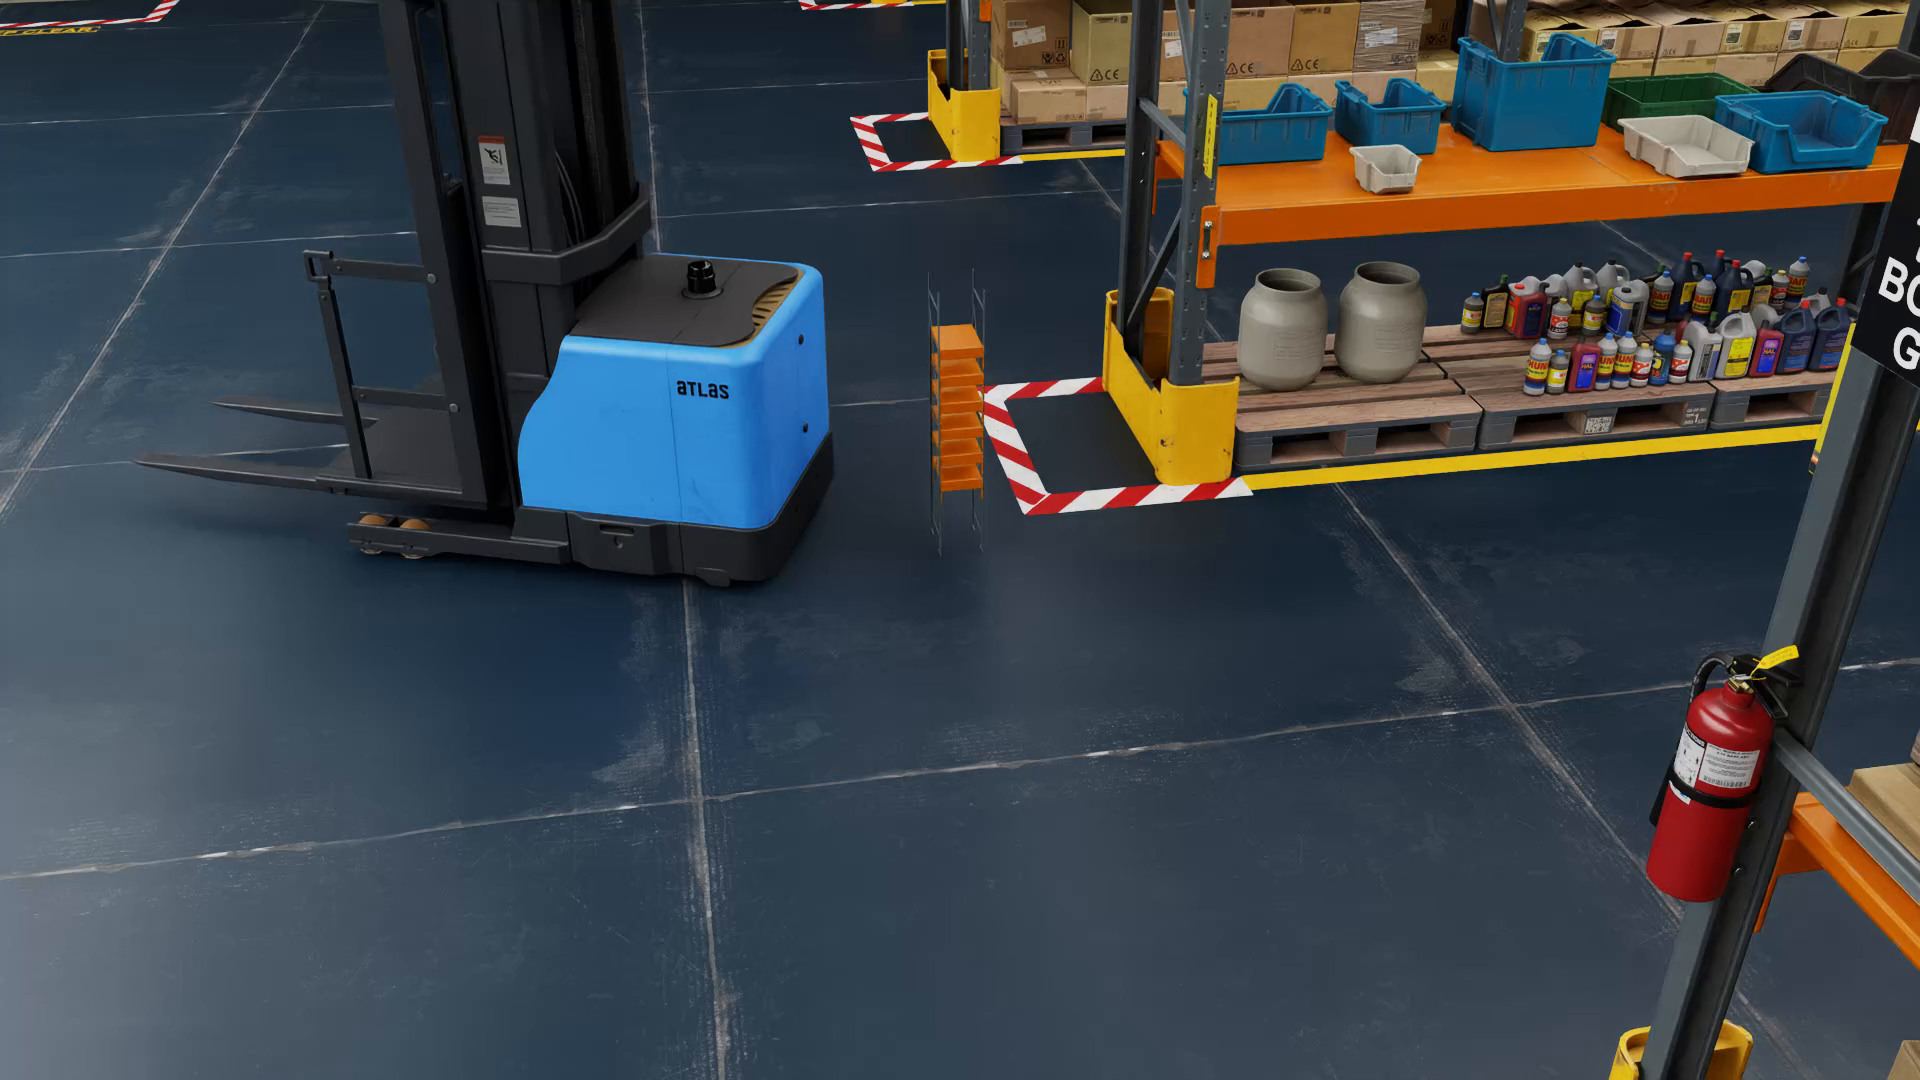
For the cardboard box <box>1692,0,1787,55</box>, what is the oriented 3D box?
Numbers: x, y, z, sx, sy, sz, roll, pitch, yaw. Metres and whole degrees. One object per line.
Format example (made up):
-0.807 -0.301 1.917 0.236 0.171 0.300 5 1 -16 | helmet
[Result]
5.943 -3.941 12.738 0.500 0.311 0.500 -4 31 -8 | cardboard box

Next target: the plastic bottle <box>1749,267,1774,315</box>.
4.182 -1.291 8.732 0.133 0.283 0.061 -5 31 -9 | plastic bottle

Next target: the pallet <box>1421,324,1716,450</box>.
2.997 -0.823 8.441 1.213 0.211 1.003 -5 31 -9 | pallet

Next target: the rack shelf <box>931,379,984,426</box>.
-0.014 -0.581 6.905 0.180 0.103 0.258 -5 31 -9 | rack shelf

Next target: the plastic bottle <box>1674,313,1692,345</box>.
3.600 -0.988 8.217 0.133 0.283 0.061 -5 31 -9 | plastic bottle

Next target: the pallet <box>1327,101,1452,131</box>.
3.190 -3.395 12.815 1.213 0.211 1.003 -5 31 -9 | pallet

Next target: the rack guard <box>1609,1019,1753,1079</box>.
1.900 1.727 3.821 0.348 0.500 1.175 -5 31 -9 | rack guard

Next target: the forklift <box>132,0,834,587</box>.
-2.146 -1.437 6.801 3.031 2.935 1.130 6 31 10 | forklift

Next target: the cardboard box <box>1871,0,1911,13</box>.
7.443 -4.081 12.976 0.500 0.311 0.500 -5 31 -8 | cardboard box

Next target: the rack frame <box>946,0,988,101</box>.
0.045 -4.283 11.575 0.127 3.000 1.000 -5 31 -9 | rack frame

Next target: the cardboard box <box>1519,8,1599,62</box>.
4.431 -3.800 12.498 0.500 0.311 0.500 -5 31 -9 | cardboard box

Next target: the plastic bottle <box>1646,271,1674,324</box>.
3.676 -1.276 8.719 0.097 0.271 0.097 0 30 0 | plastic bottle

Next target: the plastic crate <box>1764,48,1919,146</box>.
4.330 -2.168 8.038 0.504 0.338 0.767 -5 31 -9 | plastic crate

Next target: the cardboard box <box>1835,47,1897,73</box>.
6.934 -3.791 13.037 0.500 0.250 0.500 -6 31 -10 | cardboard box

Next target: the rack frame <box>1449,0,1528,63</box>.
3.980 -4.649 12.197 0.127 3.000 1.000 -5 31 -9 | rack frame

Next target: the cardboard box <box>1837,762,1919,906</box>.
2.069 0.635 3.458 0.250 0.149 0.380 -5 31 -9 | cardboard box

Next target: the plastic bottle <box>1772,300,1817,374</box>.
4.098 -1.006 8.182 0.185 0.351 0.144 -7 31 -11 | plastic bottle

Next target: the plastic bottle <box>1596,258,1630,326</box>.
3.396 -1.304 8.687 0.185 0.351 0.144 -6 31 -9 | plastic bottle

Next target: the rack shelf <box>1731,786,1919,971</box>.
3.793 0.783 3.668 4.000 0.370 1.077 -5 31 -9 | rack shelf

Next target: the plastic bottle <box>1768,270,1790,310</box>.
4.376 -1.342 8.900 0.097 0.201 0.097 0 30 0 | plastic bottle

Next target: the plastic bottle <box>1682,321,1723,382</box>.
3.619 -0.932 8.129 0.135 0.276 0.152 -5 31 -8 | plastic bottle

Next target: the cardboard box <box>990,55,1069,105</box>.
0.519 -3.476 12.500 0.500 0.250 0.500 -5 31 -9 | cardboard box

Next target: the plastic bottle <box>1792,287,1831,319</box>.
4.261 -1.096 8.334 0.185 0.351 0.144 -5 31 -9 | plastic bottle

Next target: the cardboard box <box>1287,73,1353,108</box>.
2.580 -3.399 12.370 0.500 0.250 0.500 -5 31 -9 | cardboard box

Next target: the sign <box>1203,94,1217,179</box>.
1.028 -1.658 6.838 0.005 0.325 0.100 -5 31 -9 | sign

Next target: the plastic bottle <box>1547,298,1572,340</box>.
3.091 -1.145 8.564 0.097 0.201 0.097 0 30 0 | plastic bottle

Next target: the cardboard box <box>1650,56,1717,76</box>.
5.433 -3.652 12.801 0.500 0.250 0.500 -6 31 -10 | cardboard box

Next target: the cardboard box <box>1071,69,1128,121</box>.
1.104 -3.265 12.141 0.500 0.250 0.500 -5 31 -9 | cardboard box

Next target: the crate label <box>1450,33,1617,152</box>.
2.695 -2.132 7.881 0.616 0.435 0.502 -5 31 -9 | crate label

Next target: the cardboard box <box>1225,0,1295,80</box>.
2.088 -3.676 12.101 0.500 0.500 0.500 -5 31 -9 | cardboard box

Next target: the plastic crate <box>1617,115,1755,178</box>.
3.316 -1.791 7.596 0.437 0.136 0.530 -5 31 -9 | plastic crate

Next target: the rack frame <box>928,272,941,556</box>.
-0.104 -0.508 6.929 0.006 1.200 0.240 -5 31 -9 | rack frame

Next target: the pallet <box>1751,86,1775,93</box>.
5.900 -3.646 13.243 1.213 0.211 1.003 -5 31 -9 | pallet

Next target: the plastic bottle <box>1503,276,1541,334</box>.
2.914 -1.225 8.627 0.135 0.276 0.152 -5 31 -9 | plastic bottle

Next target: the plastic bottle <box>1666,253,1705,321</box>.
3.814 -1.342 8.753 0.185 0.351 0.144 -7 31 -11 | plastic bottle

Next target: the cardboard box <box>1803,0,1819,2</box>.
6.831 -4.298 13.345 0.500 0.311 0.500 -6 31 -10 | cardboard box

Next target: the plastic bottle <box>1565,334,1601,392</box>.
2.999 -0.854 7.989 0.133 0.283 0.061 -5 31 -8 | plastic bottle

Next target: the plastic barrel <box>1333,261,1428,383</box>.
2.060 -1.066 8.144 0.421 0.512 0.421 0 30 0 | plastic barrel

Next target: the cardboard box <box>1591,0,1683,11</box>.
5.328 -4.161 13.112 0.500 0.311 0.500 -5 31 -9 | cardboard box

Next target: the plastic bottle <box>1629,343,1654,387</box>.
3.306 -0.857 8.074 0.097 0.201 0.097 0 30 0 | plastic bottle

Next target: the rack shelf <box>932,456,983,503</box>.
-0.014 -0.271 7.088 0.180 0.103 0.258 -5 31 -9 | rack shelf

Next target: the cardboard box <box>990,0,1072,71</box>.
0.519 -3.800 12.312 0.500 0.500 0.500 -5 31 -9 | cardboard box

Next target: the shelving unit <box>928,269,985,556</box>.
-0.014 -0.516 6.944 0.189 1.200 0.258 -5 31 -9 | shelving unit
